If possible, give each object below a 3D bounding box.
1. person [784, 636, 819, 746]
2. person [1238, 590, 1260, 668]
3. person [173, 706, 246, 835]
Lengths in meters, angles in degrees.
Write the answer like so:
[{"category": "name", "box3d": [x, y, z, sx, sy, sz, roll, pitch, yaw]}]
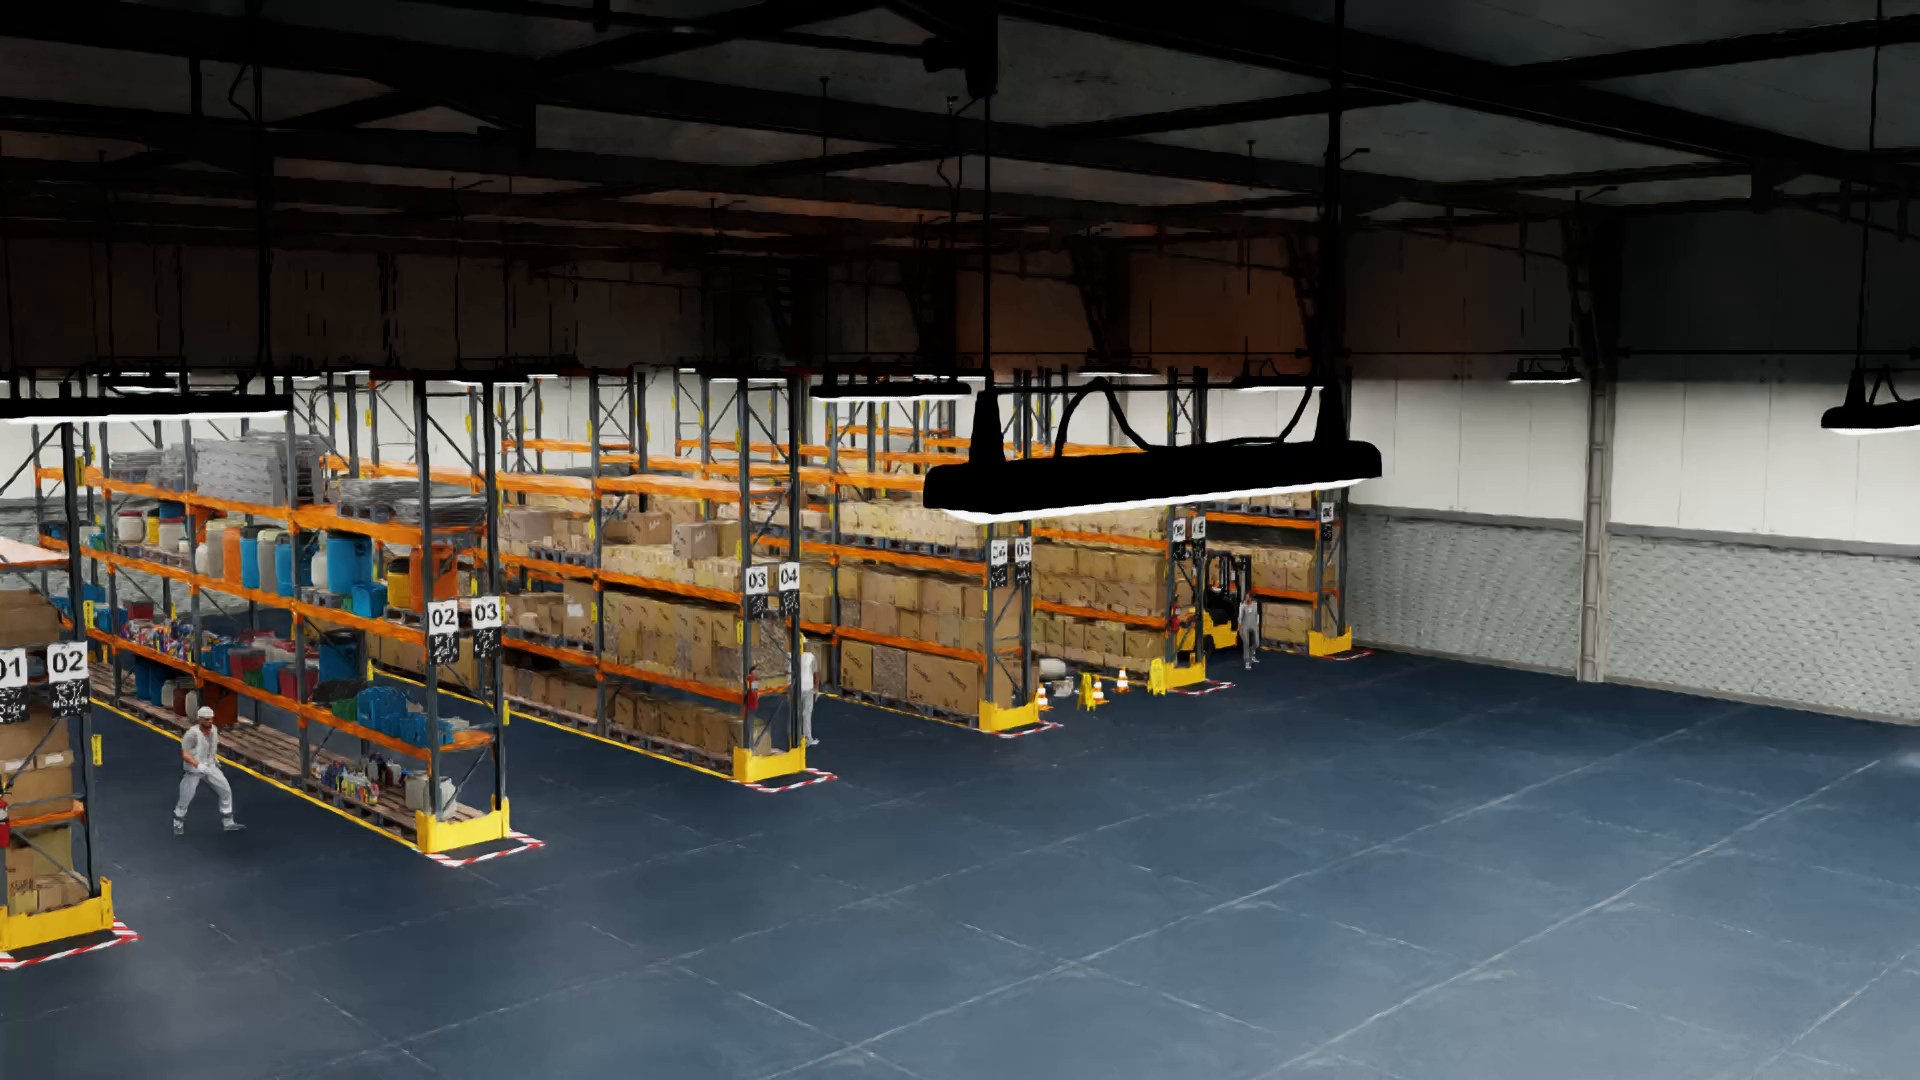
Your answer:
[{"category": "person", "box3d": [-2.558, 2.404, 26.856, 0.620, 1.779, 0.456, 2, 7, 14]}, {"category": "person", "box3d": [5.807, 1.772, 33.437, 0.475, 1.589, 0.474, -1, 6, -5]}, {"category": "person", "box3d": [-9.948, 3.008, 21.826, 0.838, 1.716, 0.686, 4, 7, 30]}]
